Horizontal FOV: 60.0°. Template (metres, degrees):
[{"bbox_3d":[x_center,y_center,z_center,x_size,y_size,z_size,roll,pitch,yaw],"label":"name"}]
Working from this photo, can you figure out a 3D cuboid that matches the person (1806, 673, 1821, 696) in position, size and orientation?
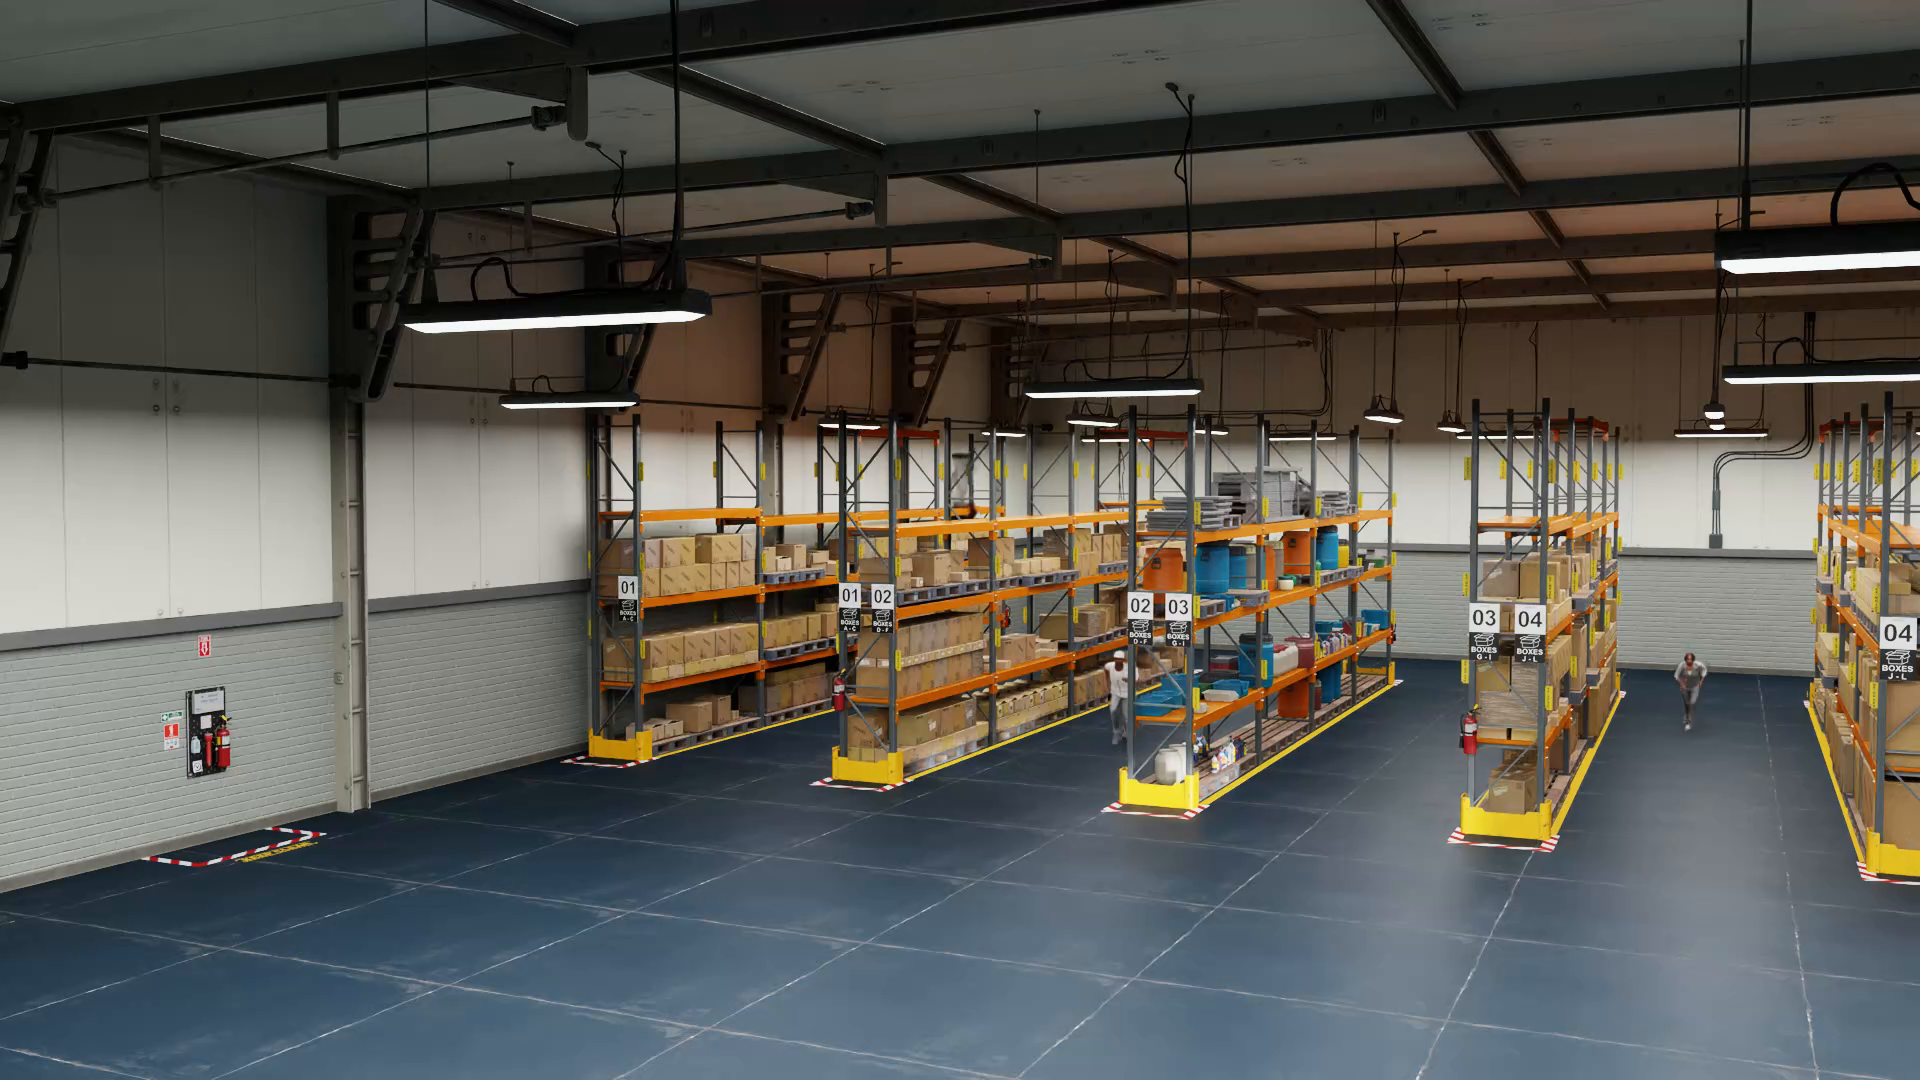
[{"bbox_3d":[19.022,2.663,36.478,0.606,1.609,0.931,-2,3,-41],"label":"person"}]

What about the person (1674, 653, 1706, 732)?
[{"bbox_3d":[14.206,2.927,32.373,0.571,1.548,0.914,1,3,20],"label":"person"}]

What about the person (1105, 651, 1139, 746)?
[{"bbox_3d":[2.980,2.884,30.601,0.686,1.748,0.938,1,2,15],"label":"person"}]
